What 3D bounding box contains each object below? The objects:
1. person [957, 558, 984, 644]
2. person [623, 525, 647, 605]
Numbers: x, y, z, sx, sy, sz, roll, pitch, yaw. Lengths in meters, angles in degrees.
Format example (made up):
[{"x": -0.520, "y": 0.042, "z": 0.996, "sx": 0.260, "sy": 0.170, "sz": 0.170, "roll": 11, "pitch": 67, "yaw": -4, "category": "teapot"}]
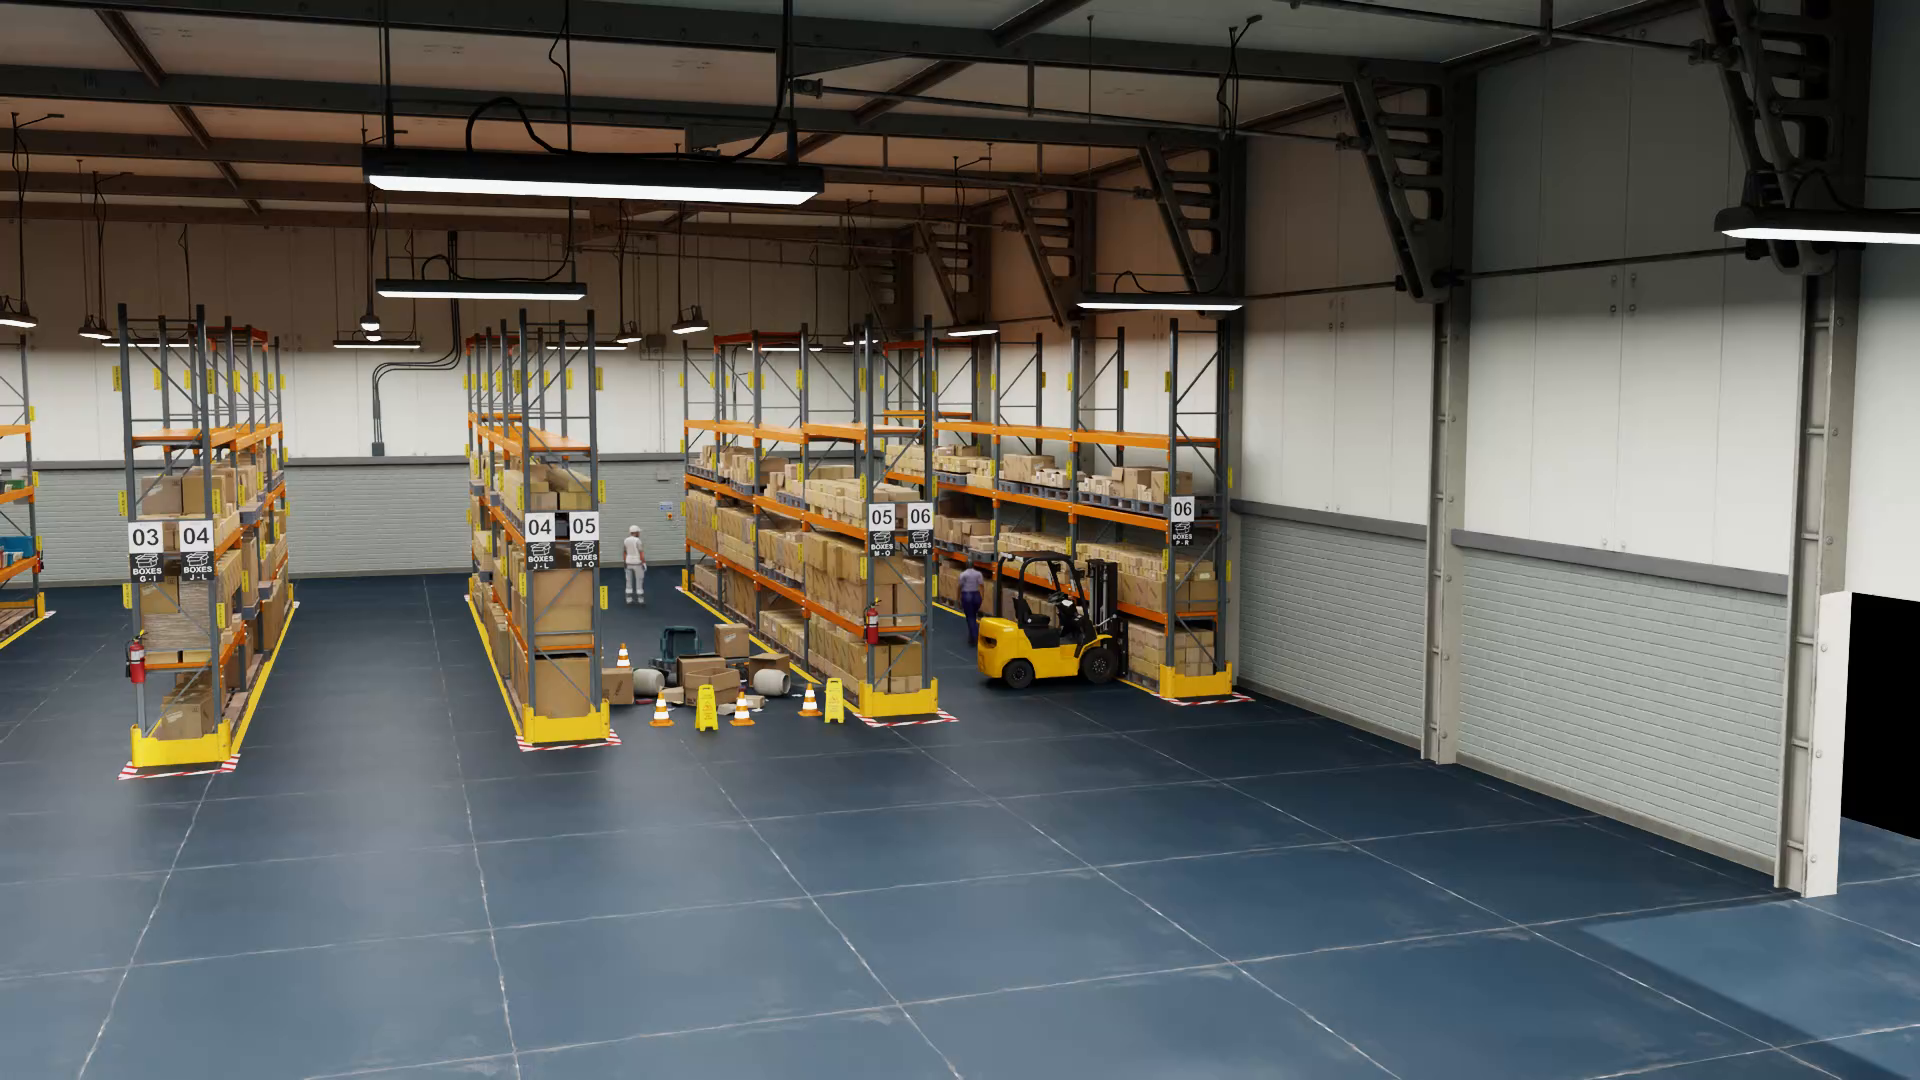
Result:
[{"x": 0.169, "y": 1.169, "z": 31.769, "sx": 0.470, "sy": 1.666, "sz": 0.736, "roll": -3, "pitch": 6, "yaw": -30, "category": "person"}, {"x": -7.276, "y": 0.560, "z": 37.343, "sx": 0.607, "sy": 1.793, "sz": 0.412, "roll": 3, "pitch": 6, "yaw": 26, "category": "person"}]
